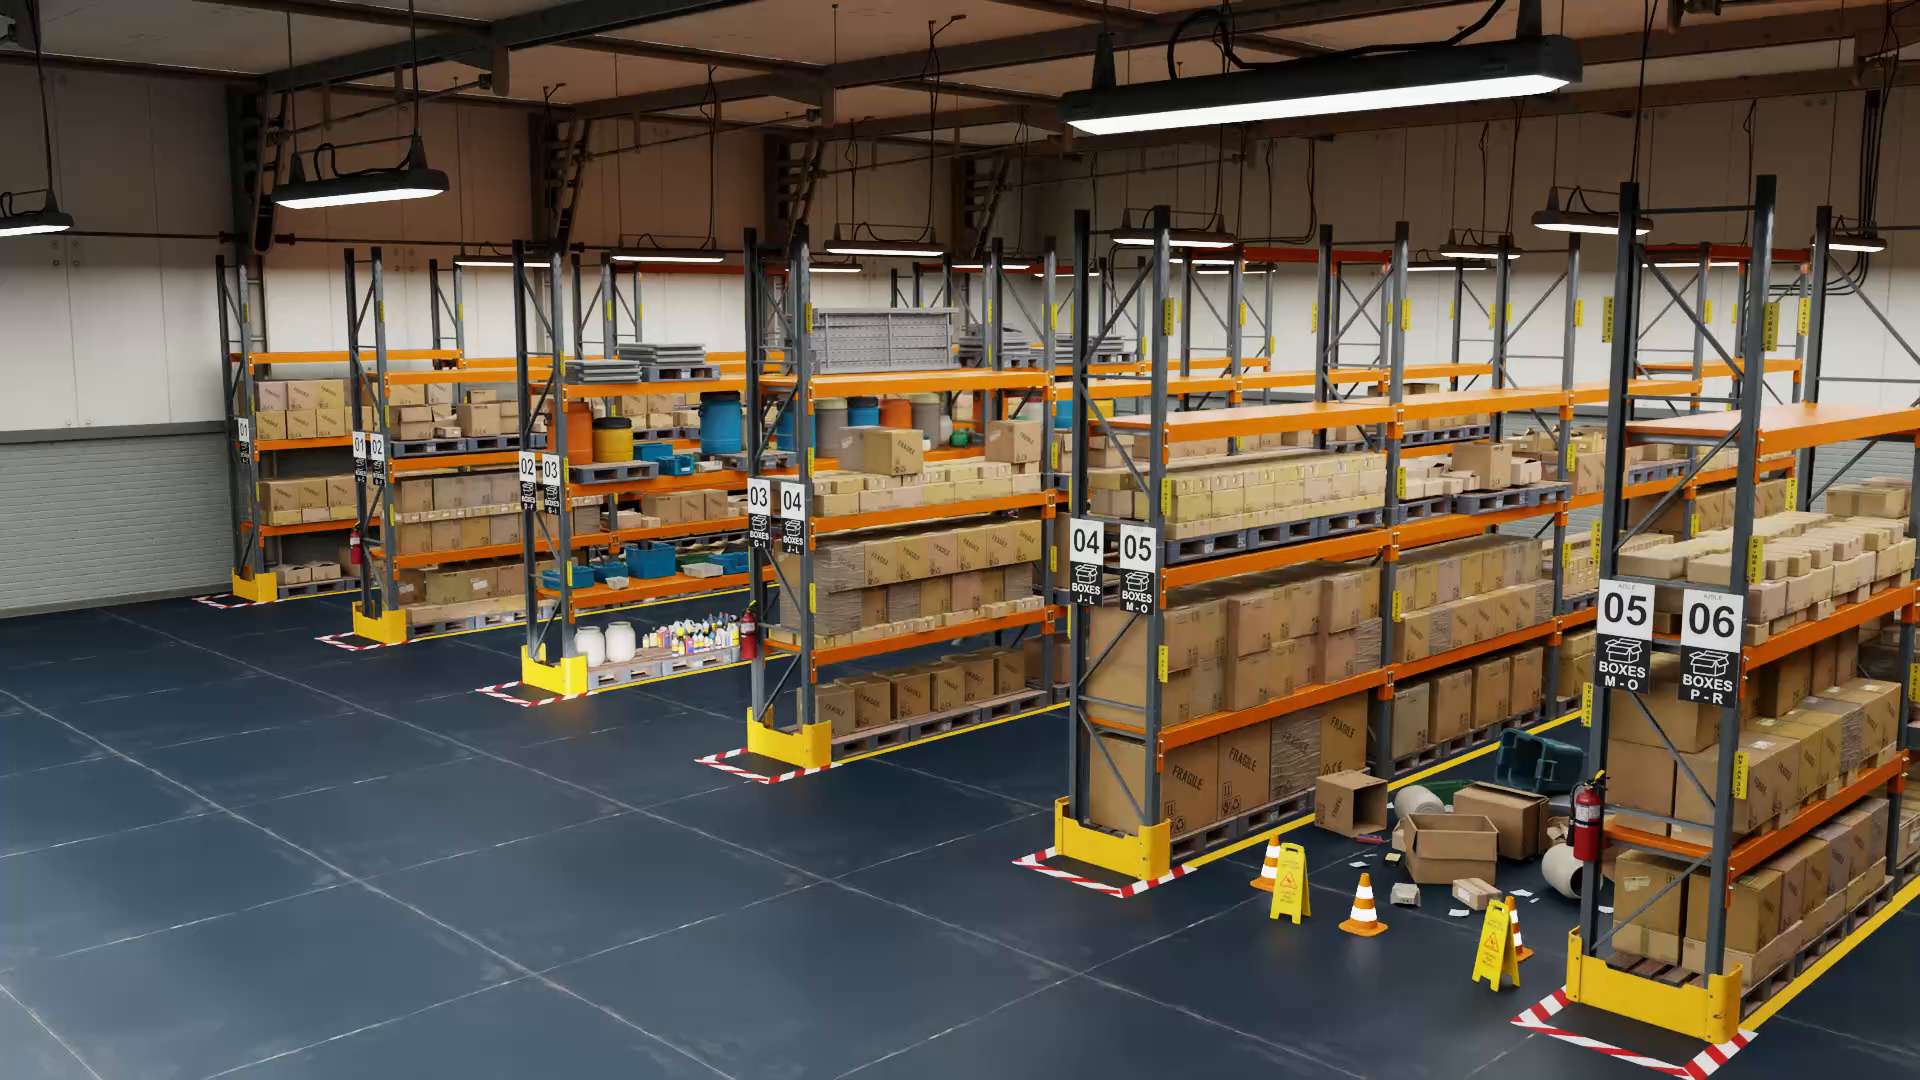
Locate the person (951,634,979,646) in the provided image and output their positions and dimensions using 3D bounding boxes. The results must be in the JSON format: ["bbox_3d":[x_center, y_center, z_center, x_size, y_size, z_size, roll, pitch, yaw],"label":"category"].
[{"bbox_3d":[0.152,0.663,24.034,0.599,1.682,0.624,7,11,39],"label":"person"}]
